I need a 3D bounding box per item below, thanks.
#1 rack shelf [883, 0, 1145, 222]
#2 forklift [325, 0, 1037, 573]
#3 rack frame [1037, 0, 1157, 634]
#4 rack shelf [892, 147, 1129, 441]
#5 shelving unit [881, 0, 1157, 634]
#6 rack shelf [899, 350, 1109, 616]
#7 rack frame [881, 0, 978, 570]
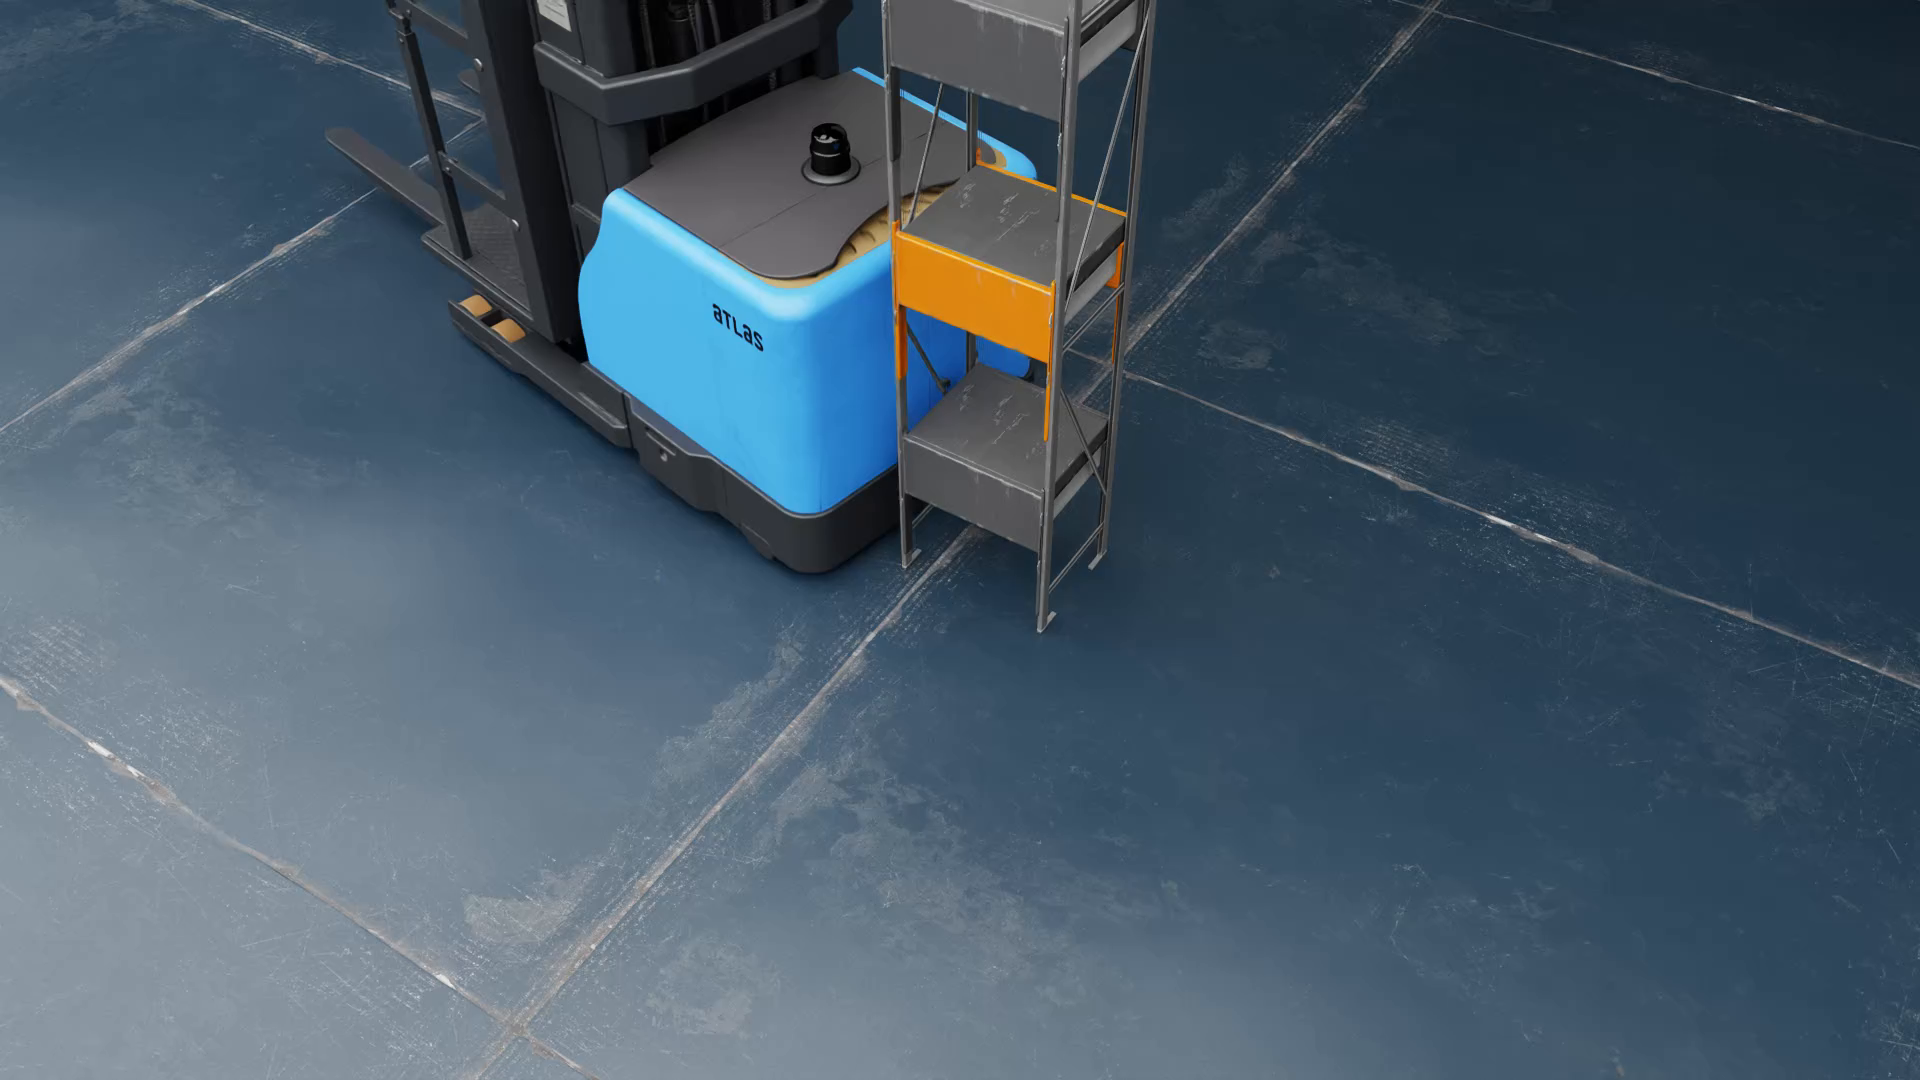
[{"bbox_3d":[0.139,-1.146,3.942,0.480,0.518,0.431,25,51,22],"label":"rack shelf"},{"bbox_3d":[-1.164,-1.866,5.019,3.031,2.935,1.130,35,55,29],"label":"forklift"},{"bbox_3d":[0.345,-0.573,4.343,0.015,2.100,0.400,25,51,22],"label":"rack frame"},{"bbox_3d":[0.139,-0.658,4.444,0.480,0.518,0.431,25,51,22],"label":"rack shelf"},{"bbox_3d":[0.139,-0.668,4.435,0.503,2.100,0.431,25,51,22],"label":"shelving unit"},{"bbox_3d":[0.139,-0.170,4.946,0.480,0.518,0.431,25,51,22],"label":"rack shelf"},{"bbox_3d":[-0.066,-0.762,4.526,0.015,2.100,0.400,25,51,22],"label":"rack frame"}]
